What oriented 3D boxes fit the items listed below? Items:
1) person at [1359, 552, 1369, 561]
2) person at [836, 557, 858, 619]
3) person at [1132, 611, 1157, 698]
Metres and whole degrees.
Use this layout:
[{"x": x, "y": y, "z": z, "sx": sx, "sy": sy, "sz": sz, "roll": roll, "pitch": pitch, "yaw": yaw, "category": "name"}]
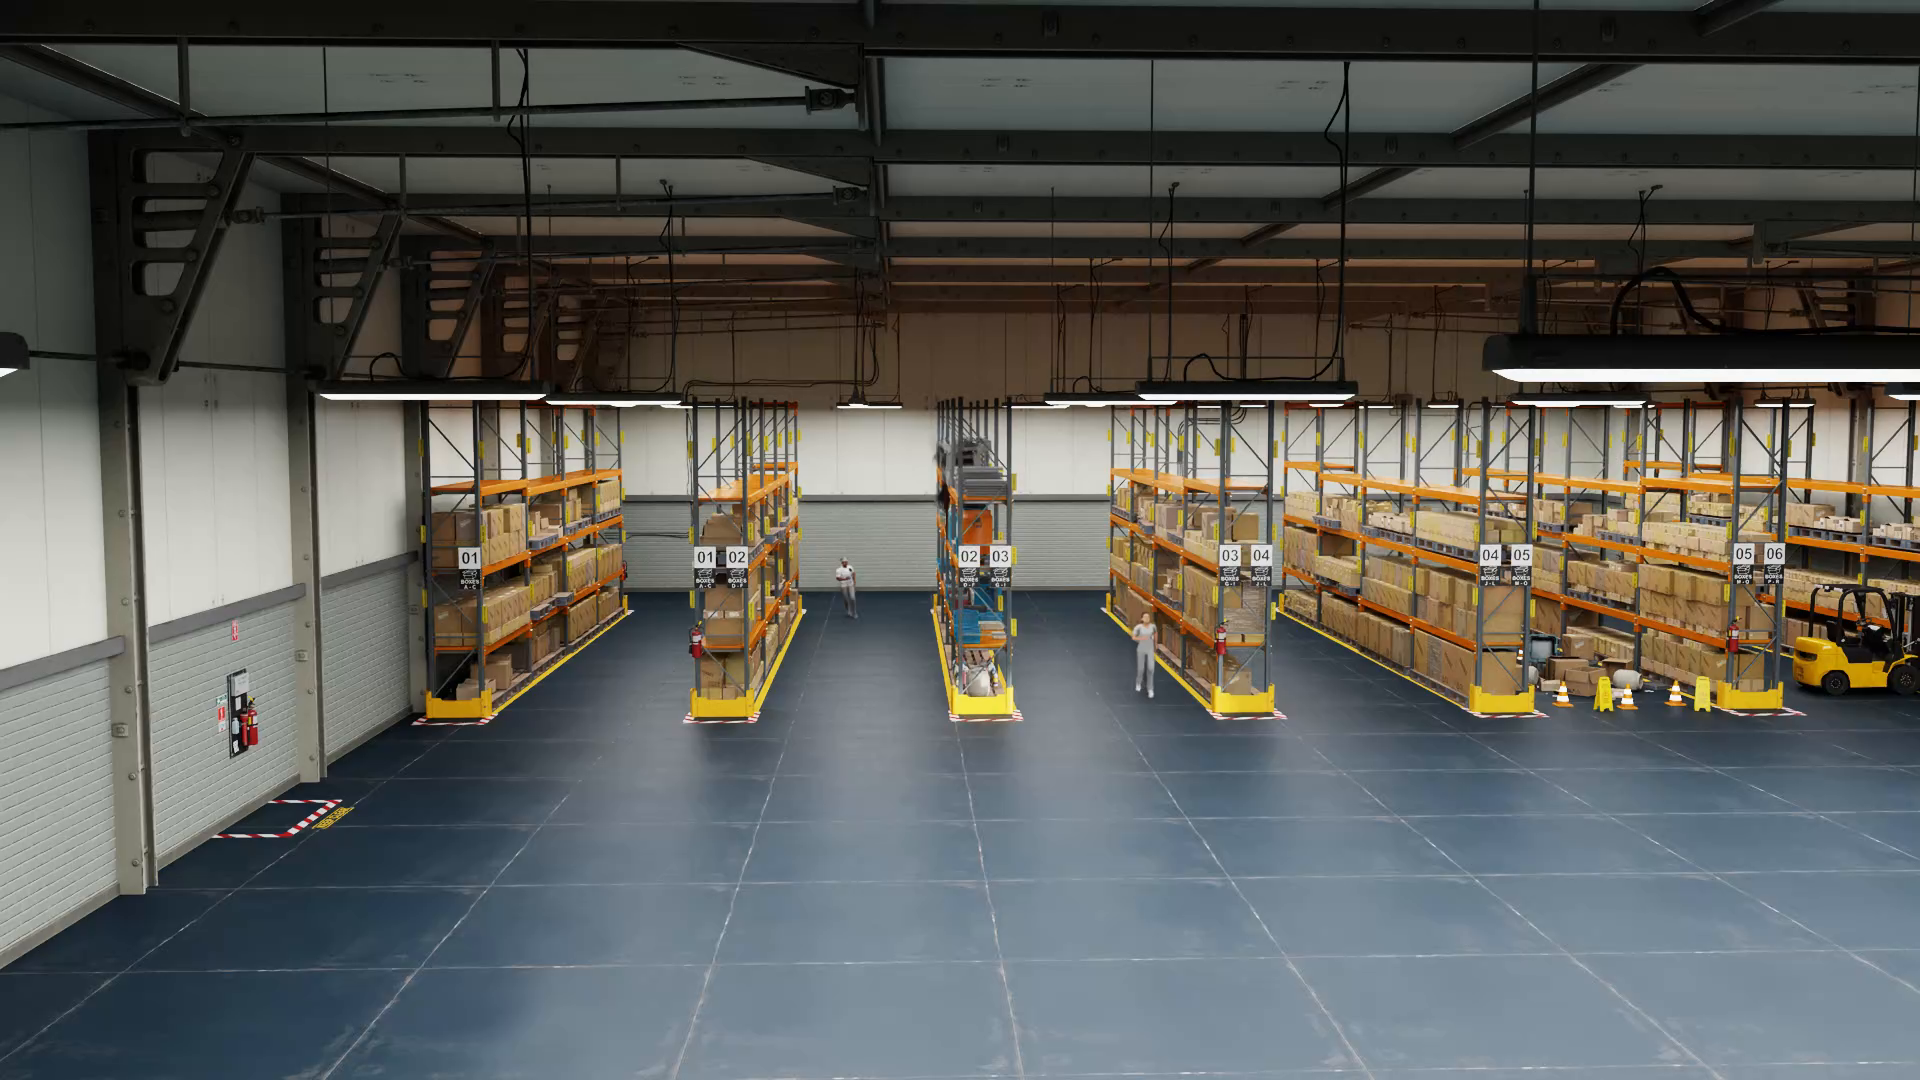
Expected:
[{"x": 11.841, "y": 0.978, "z": 49.808, "sx": 0.939, "sy": 1.714, "sz": 0.656, "roll": -2, "pitch": 5, "yaw": -26, "category": "person"}, {"x": -3.165, "y": 1.326, "z": 46.265, "sx": 0.582, "sy": 1.753, "sz": 0.789, "roll": -1, "pitch": 5, "yaw": -12, "category": "person"}, {"x": 3.731, "y": 2.275, "z": 33.562, "sx": 0.583, "sy": 1.697, "sz": 0.894, "roll": -1, "pitch": 4, "yaw": -7, "category": "person"}]
